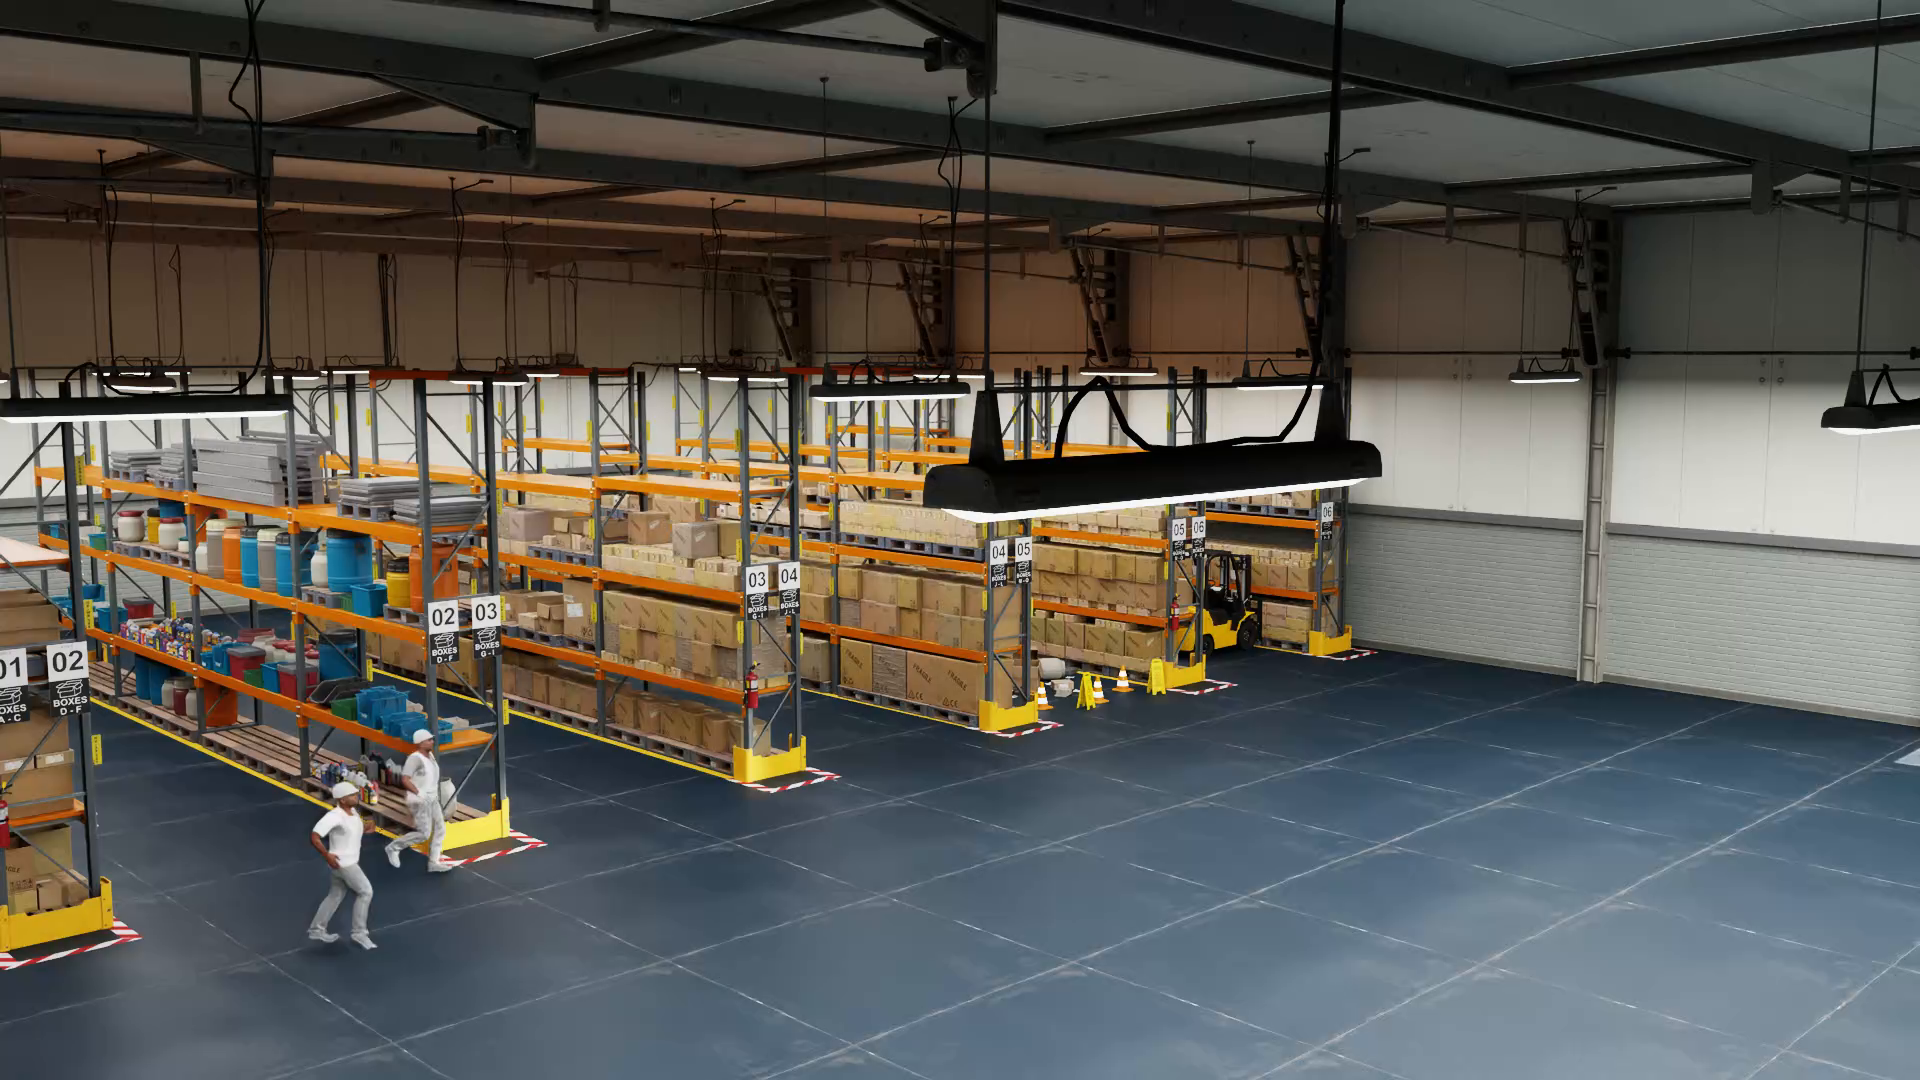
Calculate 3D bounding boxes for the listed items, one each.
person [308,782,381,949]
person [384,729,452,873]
[{"bbox_3d":[-6.572,3.474,17.734,0.771,1.836,0.661,-2,7,-15],"label":"person"},{"bbox_3d":[-6.594,3.184,20.337,0.799,1.756,0.743,0,6,3],"label":"person"}]
